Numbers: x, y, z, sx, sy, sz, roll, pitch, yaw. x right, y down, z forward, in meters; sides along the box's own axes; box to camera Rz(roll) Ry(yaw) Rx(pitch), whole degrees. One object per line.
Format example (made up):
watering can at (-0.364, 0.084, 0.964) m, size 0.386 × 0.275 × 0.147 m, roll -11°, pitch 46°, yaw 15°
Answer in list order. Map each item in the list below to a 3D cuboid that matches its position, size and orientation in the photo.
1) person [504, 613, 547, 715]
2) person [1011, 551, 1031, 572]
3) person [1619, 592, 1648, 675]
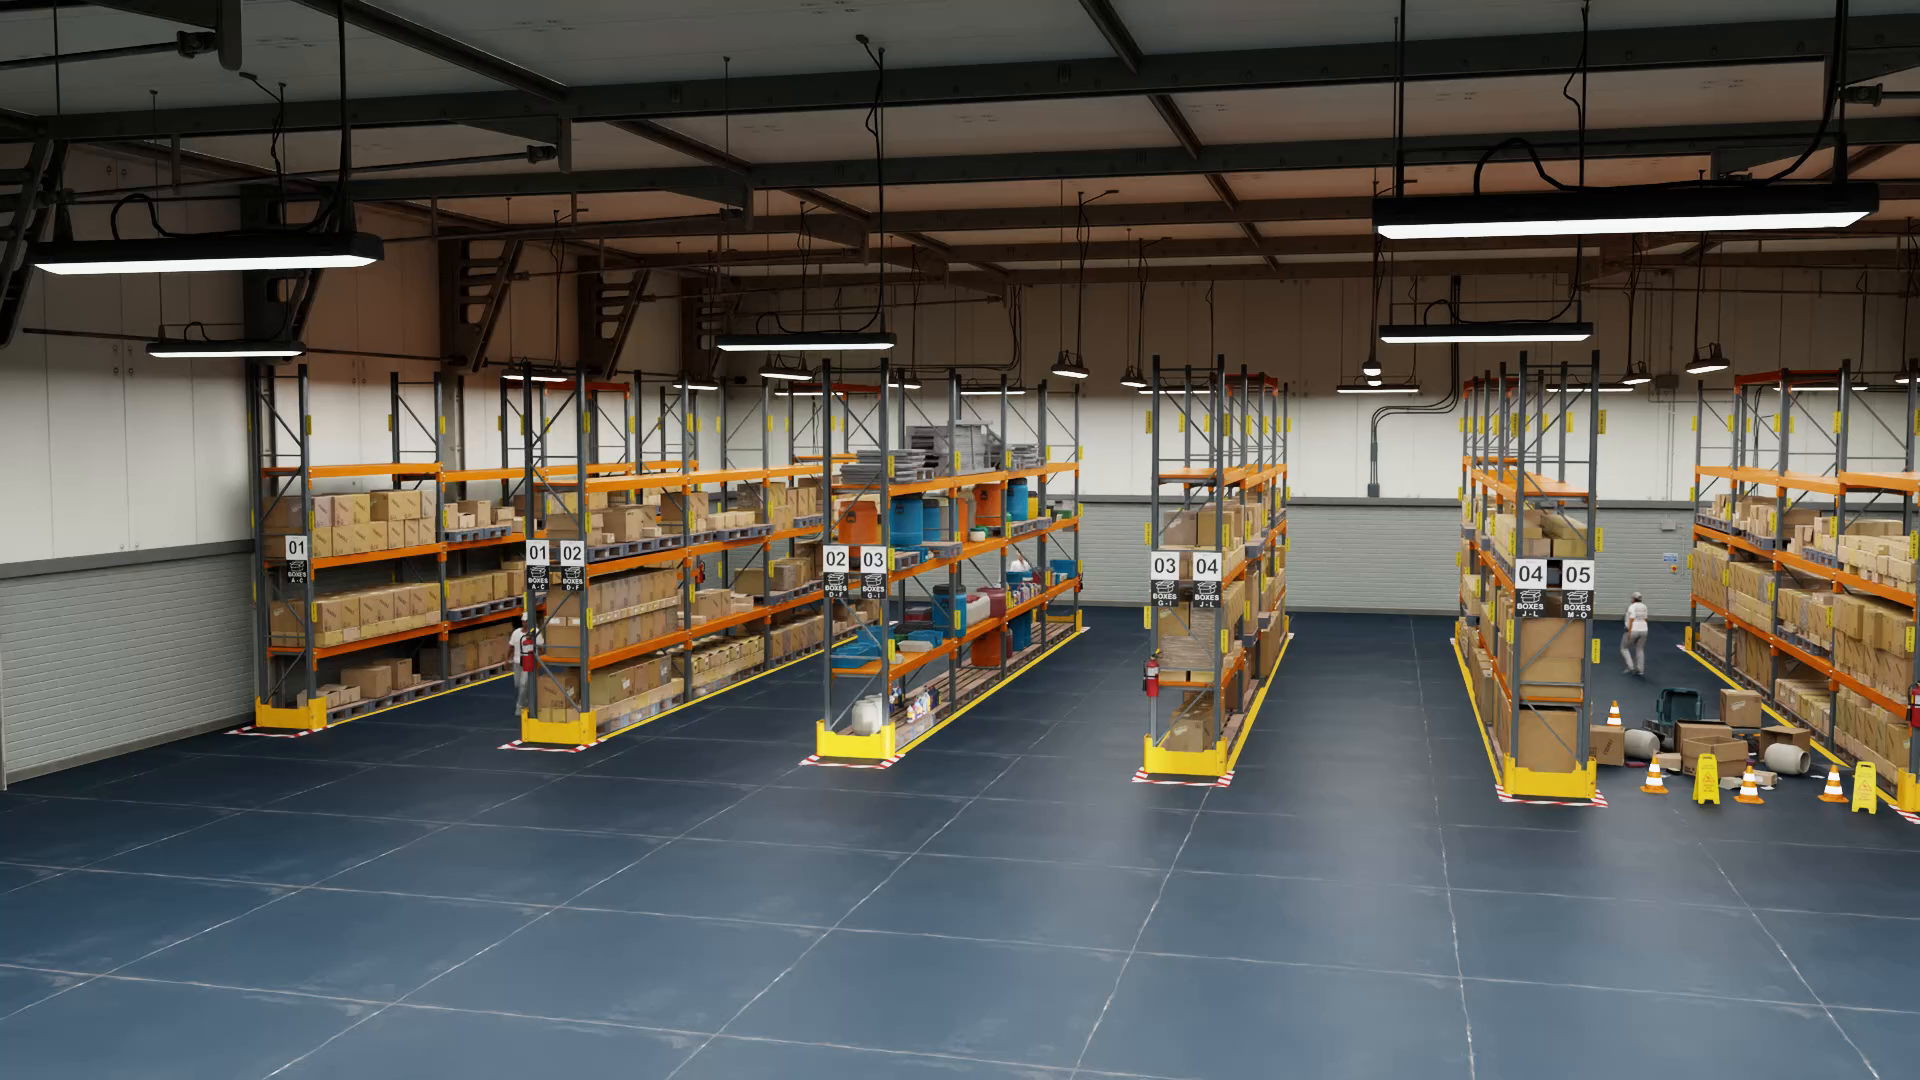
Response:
person at (-7.592, 2.146, 29.055) m, size 0.665 × 1.765 × 0.773 m, roll 1°, pitch 4°, yaw 9°
person at (1.558, 1.147, 43.148) m, size 0.569 × 1.742 × 0.922 m, roll -3°, pitch 5°, yaw -36°
person at (13.558, 1.880, 33.386) m, size 0.523 × 1.679 × 0.438 m, roll -1°, pitch 4°, yaw -17°
